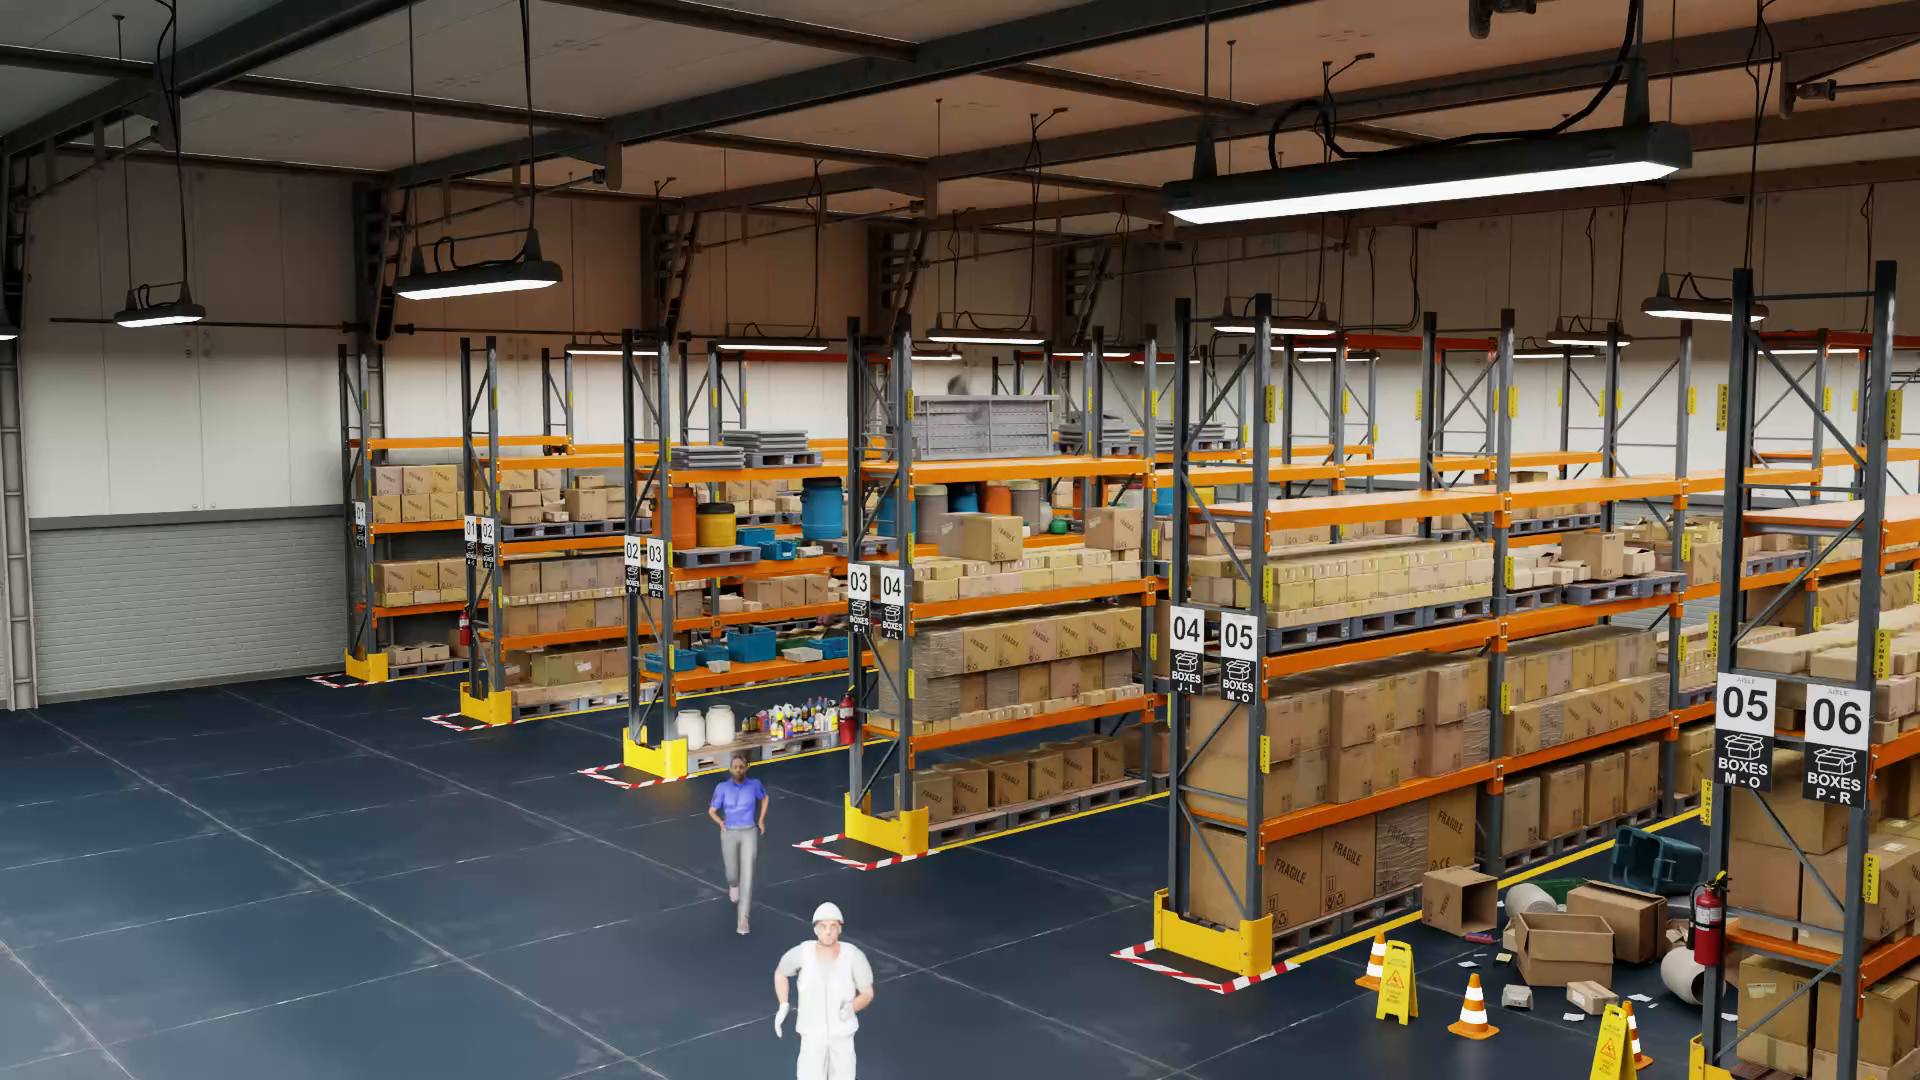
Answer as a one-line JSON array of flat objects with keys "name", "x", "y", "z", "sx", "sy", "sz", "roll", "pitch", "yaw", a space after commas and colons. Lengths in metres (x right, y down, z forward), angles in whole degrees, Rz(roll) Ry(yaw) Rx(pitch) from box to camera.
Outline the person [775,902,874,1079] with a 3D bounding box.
[{"name": "person", "x": -0.890, "y": 3.290, "z": 10.998, "sx": 0.654, "sy": 1.781, "sz": 0.698, "roll": -1, "pitch": 5, "yaw": -10}]

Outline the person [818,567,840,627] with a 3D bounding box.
[{"name": "person", "x": -2.680, "y": 1.324, "z": 33.828, "sx": 0.577, "sy": 1.621, "sz": 0.562, "roll": 4, "pitch": 6, "yaw": 37}]

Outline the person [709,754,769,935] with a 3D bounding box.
[{"name": "person", "x": -2.145, "y": 2.899, "z": 16.172, "sx": 0.587, "sy": 1.655, "sz": 0.902, "roll": -1, "pitch": 5, "yaw": -7}]
